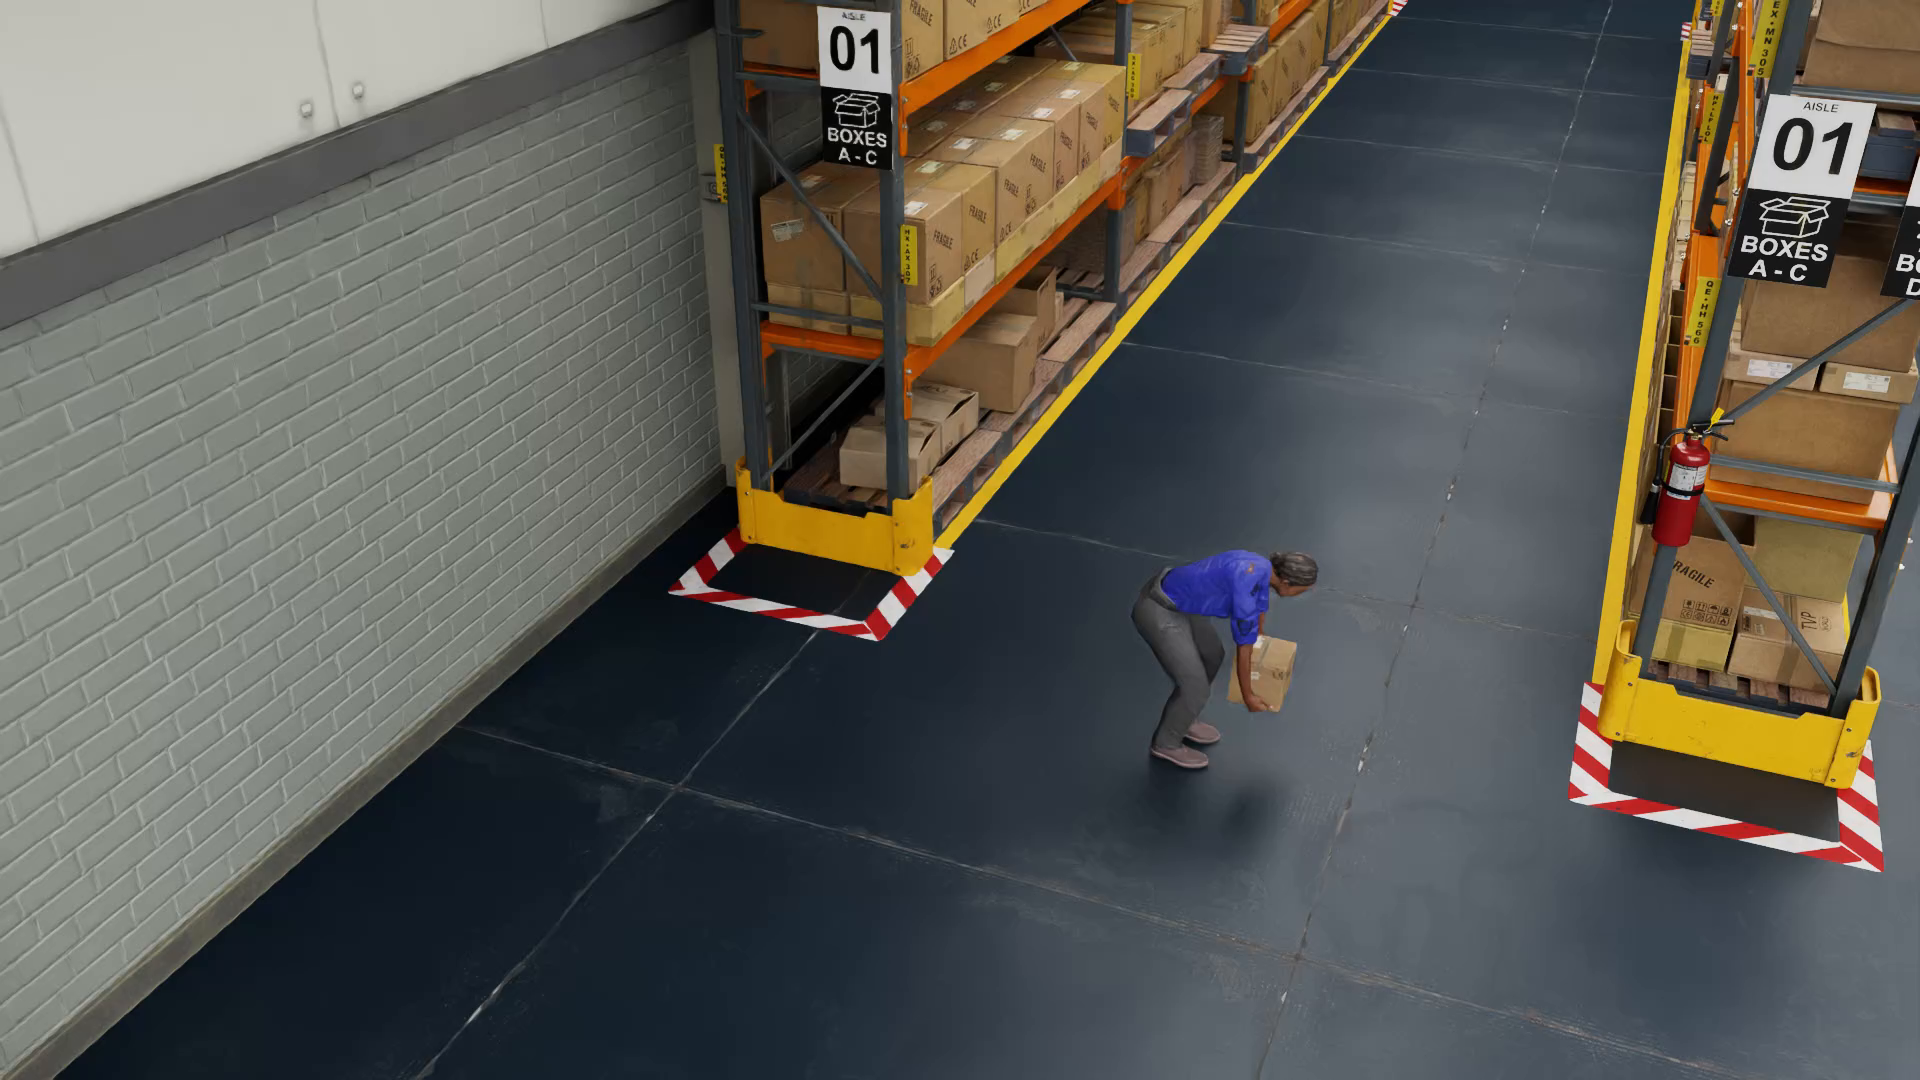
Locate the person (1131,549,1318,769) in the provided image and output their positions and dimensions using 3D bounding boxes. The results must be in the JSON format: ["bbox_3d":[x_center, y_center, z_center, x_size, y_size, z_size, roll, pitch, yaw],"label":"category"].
[{"bbox_3d":[1.235,0.544,7.943,0.830,1.169,0.416,10,31,17],"label":"person"}]
